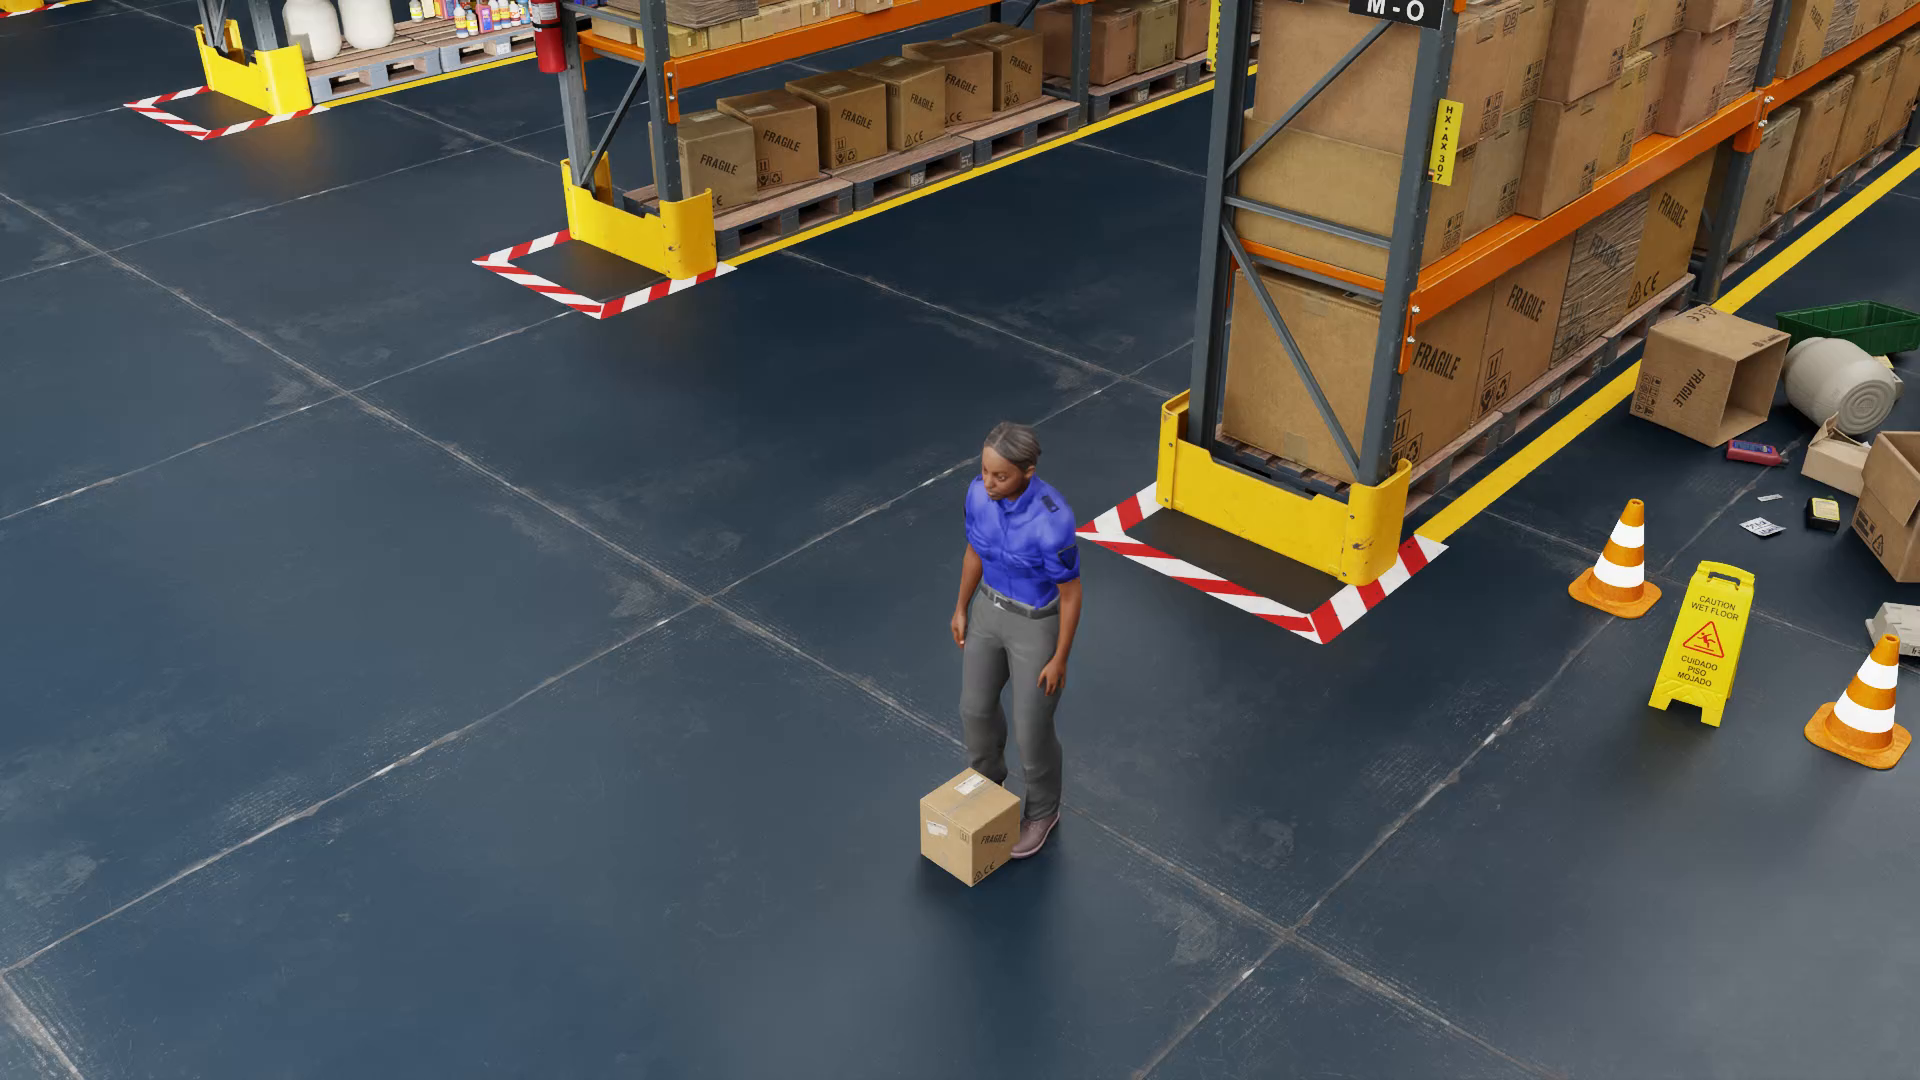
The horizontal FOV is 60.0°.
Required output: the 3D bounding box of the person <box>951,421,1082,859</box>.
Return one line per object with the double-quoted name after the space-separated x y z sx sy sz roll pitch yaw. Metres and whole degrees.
0.180 0.312 5.629 0.507 1.655 0.347 26 40 35 "person"
